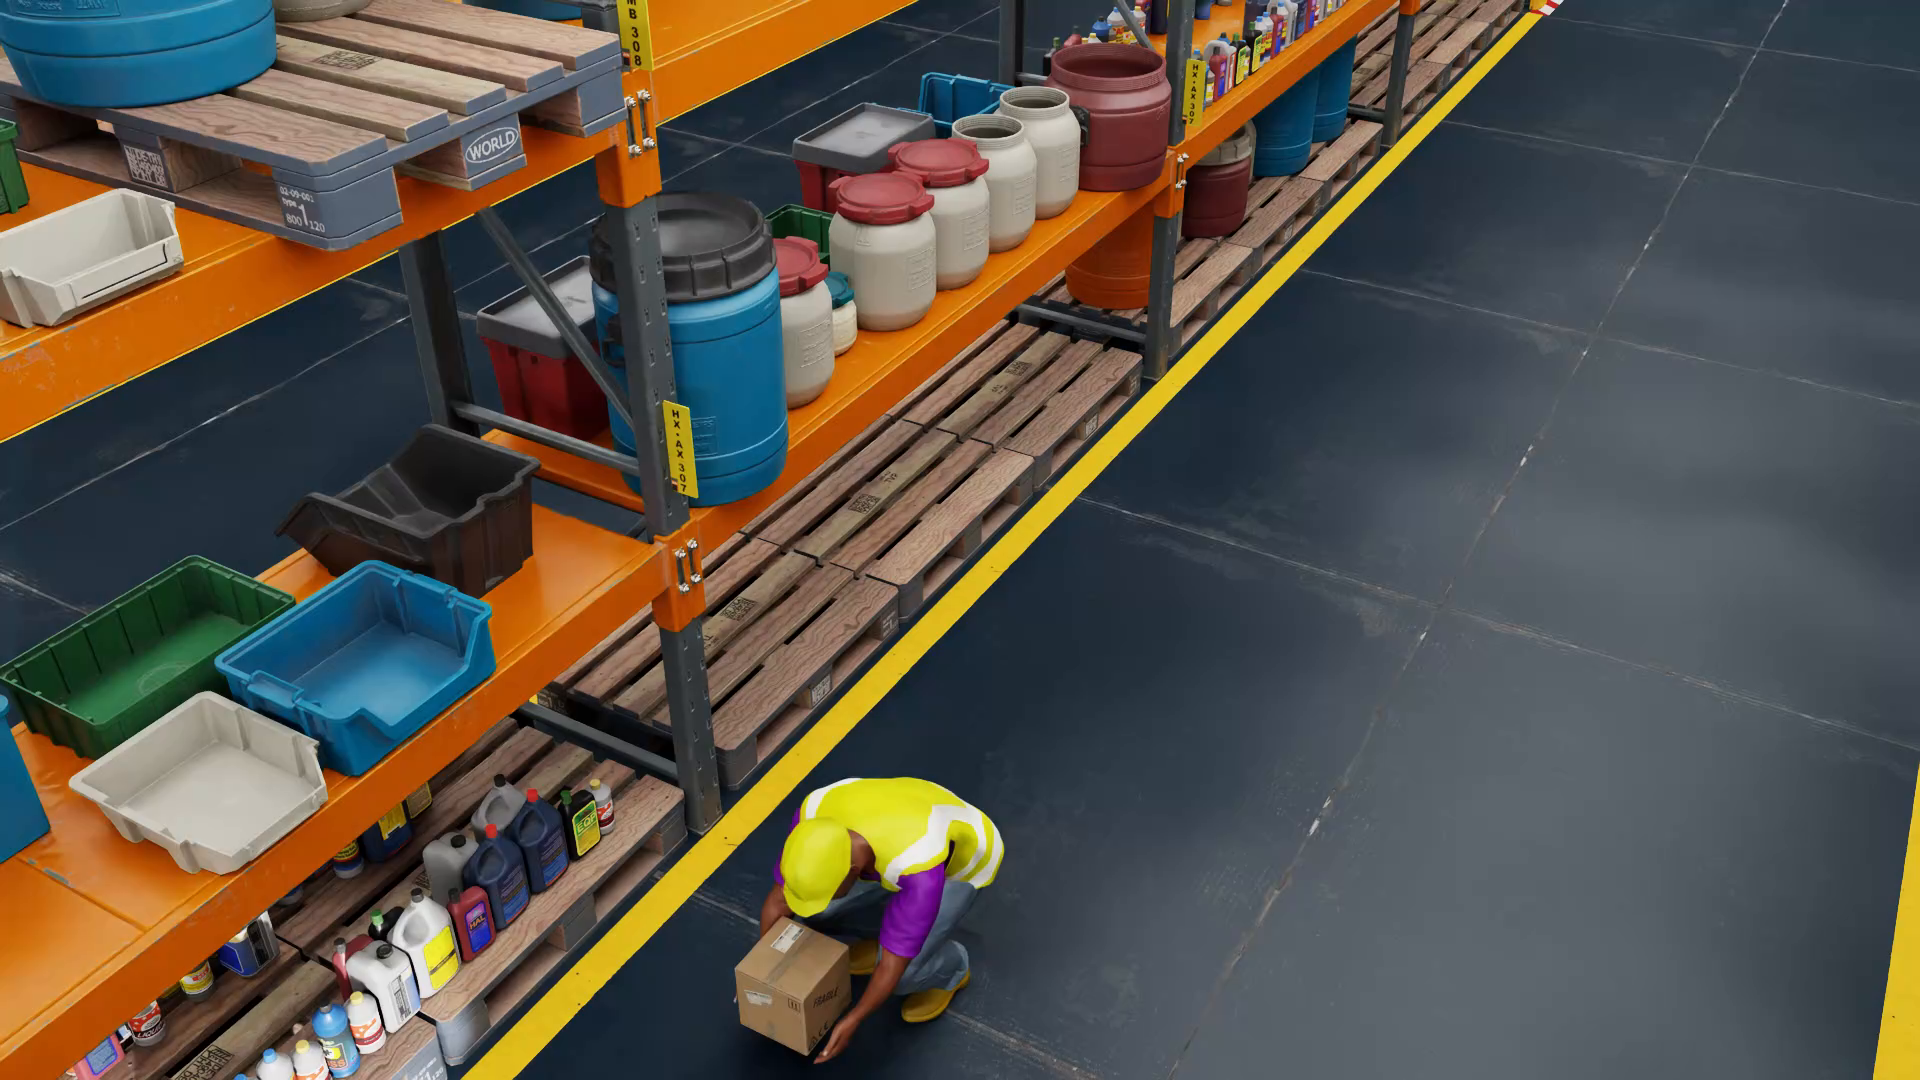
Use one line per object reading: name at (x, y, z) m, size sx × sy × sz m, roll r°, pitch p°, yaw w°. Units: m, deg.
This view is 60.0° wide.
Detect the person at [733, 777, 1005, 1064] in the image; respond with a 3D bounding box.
person at (-0.243, 1.105, 5.170) m, size 0.578 × 1.001 × 0.919 m, roll 29°, pitch 43°, yaw 35°
